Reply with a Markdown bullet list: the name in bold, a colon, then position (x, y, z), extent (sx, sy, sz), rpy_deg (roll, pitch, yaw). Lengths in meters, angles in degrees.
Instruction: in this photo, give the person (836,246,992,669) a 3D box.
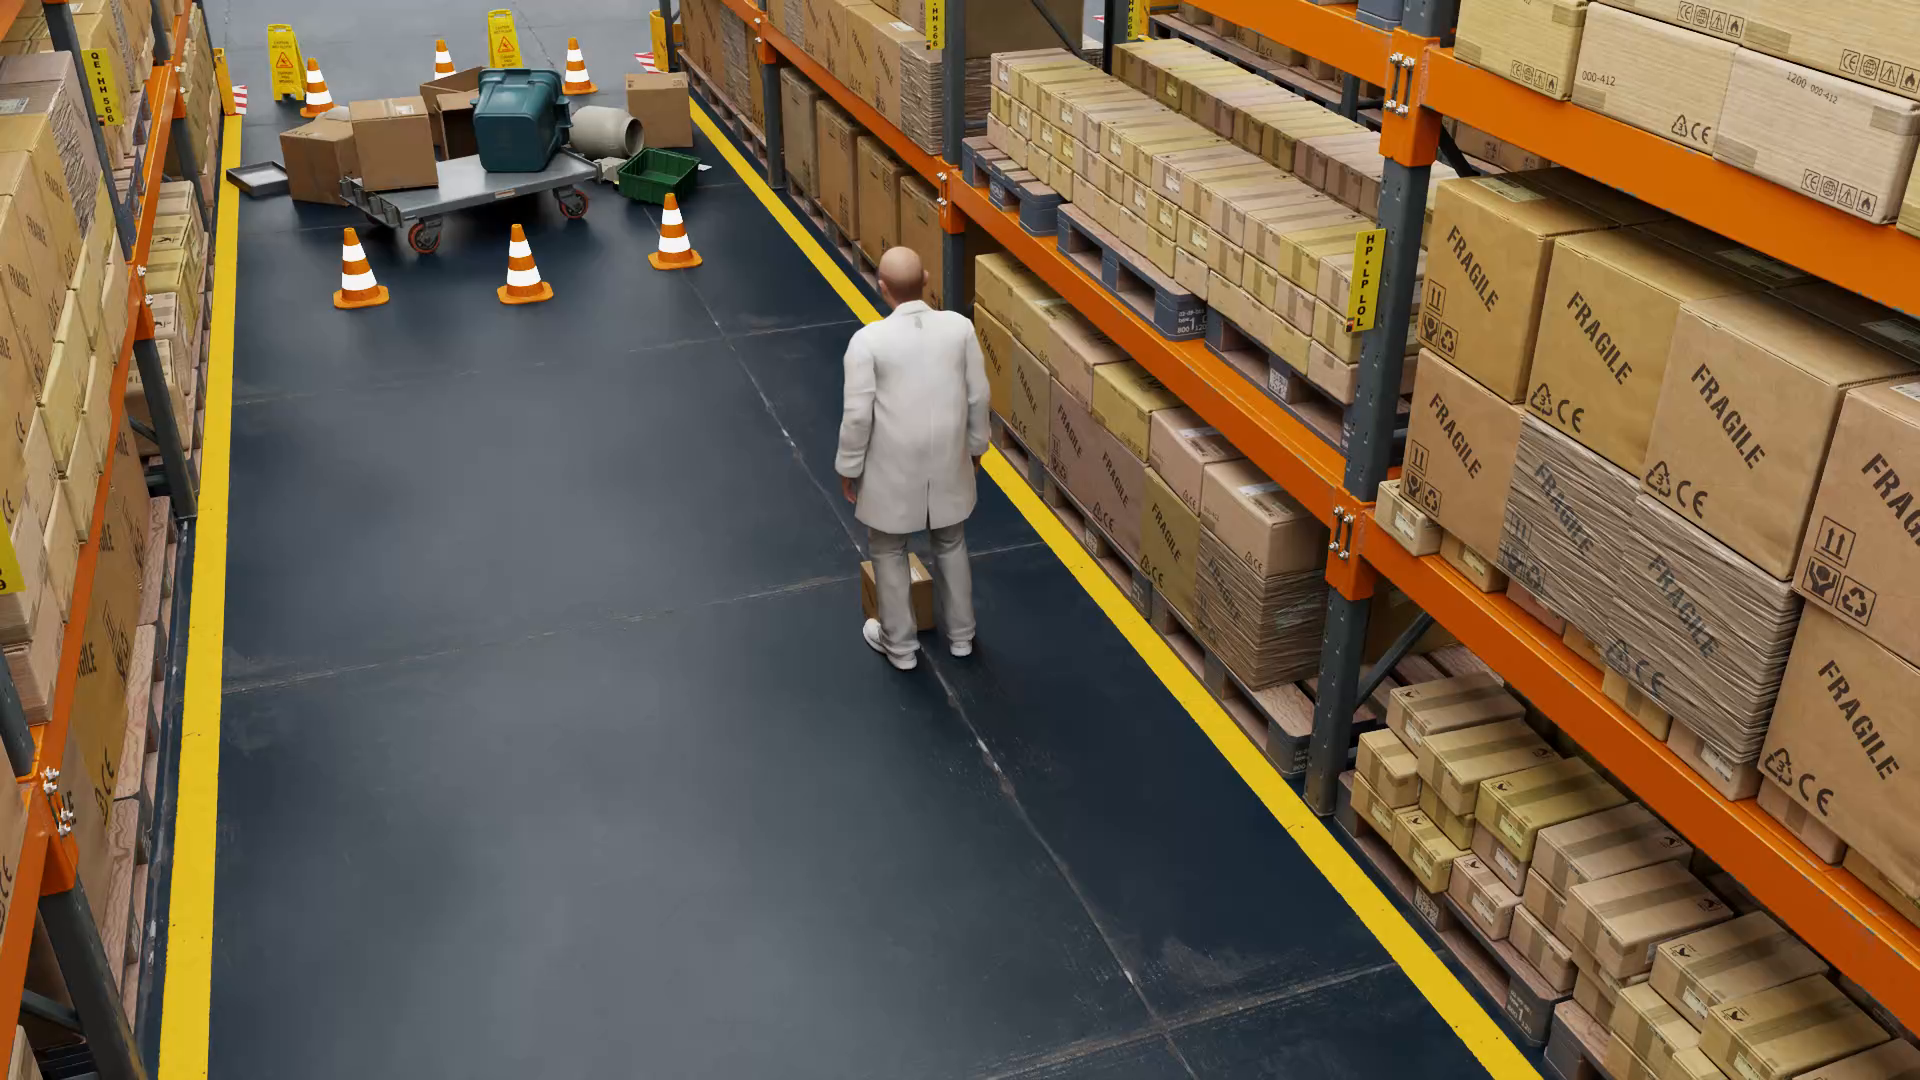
- **person**: position (-0.184, -0.312, 6.696), extent (0.651, 1.773, 0.416), rpy_deg (-11, 31, -18)
